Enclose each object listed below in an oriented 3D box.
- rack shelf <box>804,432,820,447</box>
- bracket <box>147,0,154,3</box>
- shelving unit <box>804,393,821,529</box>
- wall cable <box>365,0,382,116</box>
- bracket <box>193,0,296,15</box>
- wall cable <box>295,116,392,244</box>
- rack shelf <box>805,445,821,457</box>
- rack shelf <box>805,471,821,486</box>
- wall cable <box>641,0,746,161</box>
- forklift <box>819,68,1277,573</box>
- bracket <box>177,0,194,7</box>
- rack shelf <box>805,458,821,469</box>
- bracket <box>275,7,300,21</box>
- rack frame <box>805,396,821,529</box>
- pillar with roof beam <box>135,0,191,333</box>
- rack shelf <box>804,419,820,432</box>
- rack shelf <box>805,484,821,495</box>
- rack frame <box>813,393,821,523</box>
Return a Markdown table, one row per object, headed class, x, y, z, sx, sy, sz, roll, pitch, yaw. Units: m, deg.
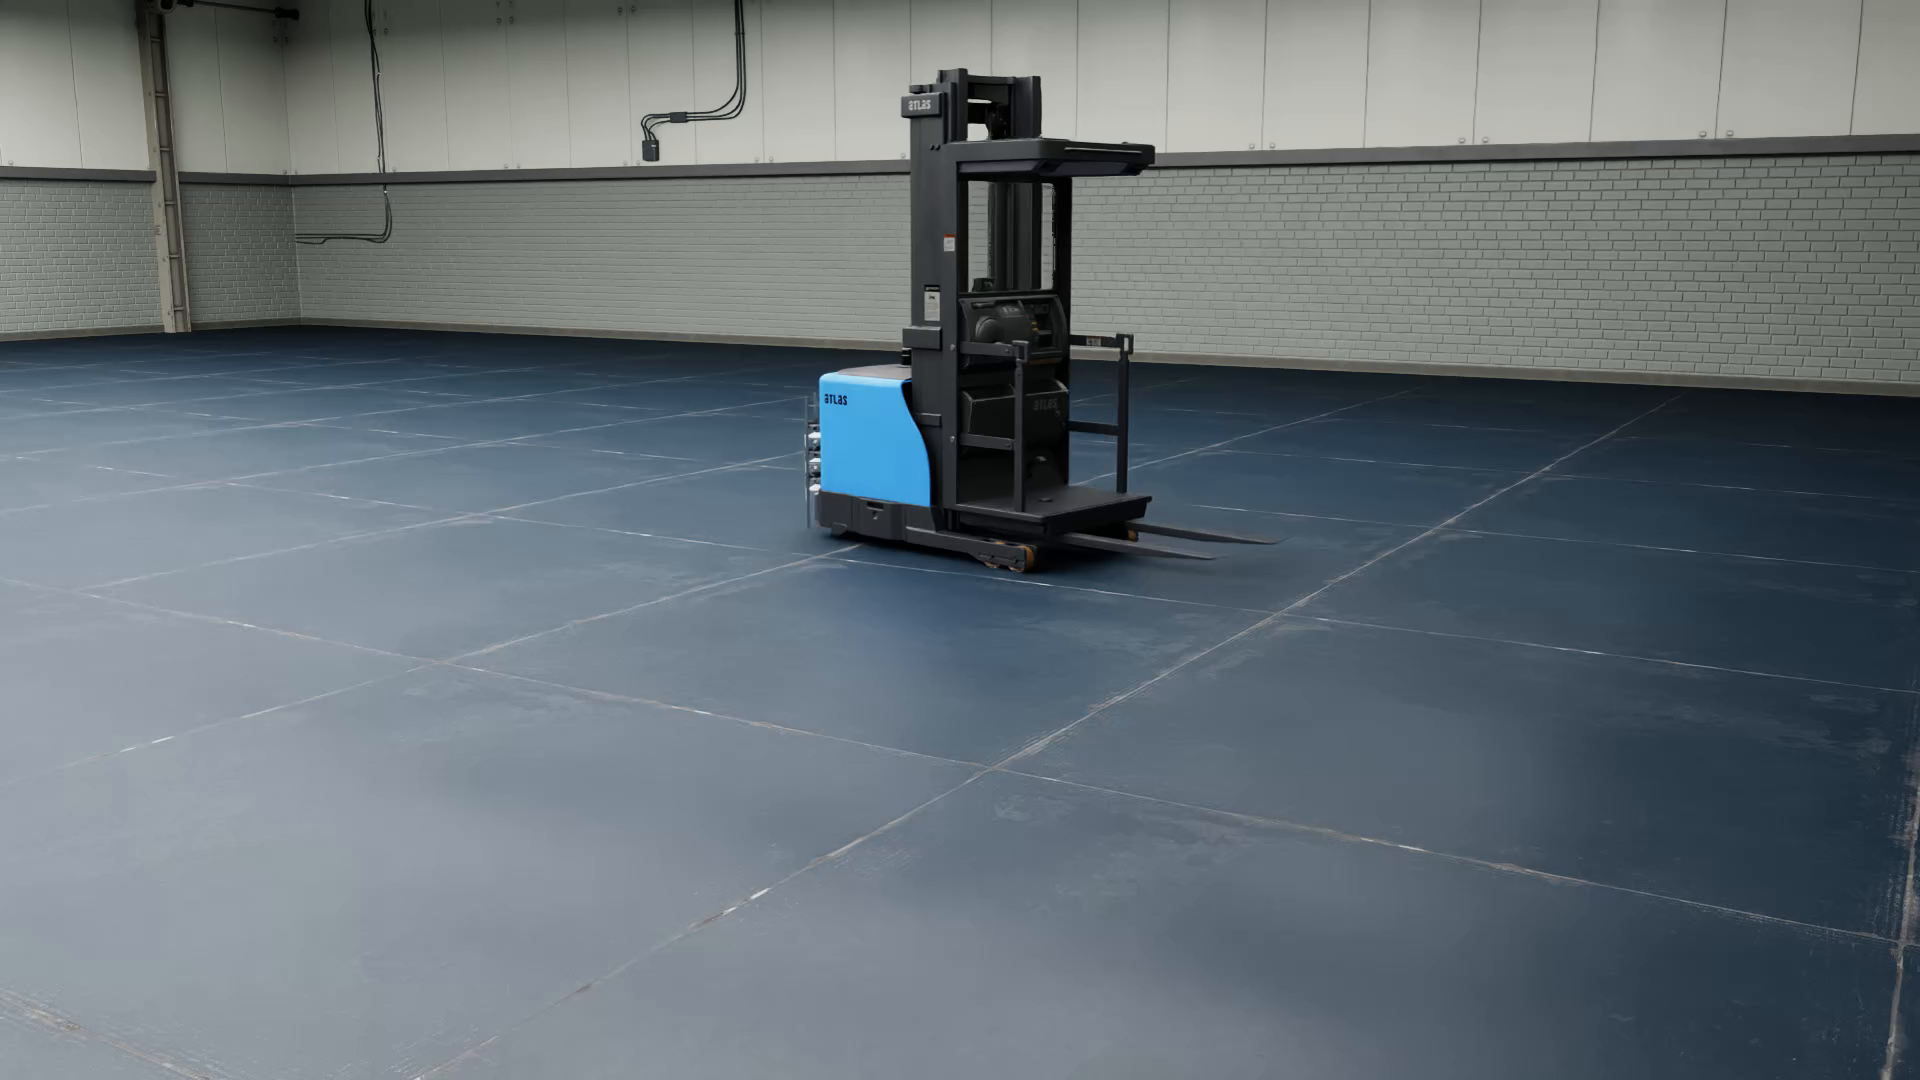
| class | x | y | z | sx | sy | sz | roll | pitch | yaw |
| --- | --- | --- | --- | --- | --- | --- | --- | --- | --- |
| rack shelf | -0.901 | -0.680 | 11.258 | 0.258 | 0.077 | 0.200 | 2 | 11 | 11 |
| bracket | -15.349 | -10.201 | 31.123 | 0.235 | 0.232 | 0.430 | 6 | 12 | 31 |
| shelving unit | -0.901 | -0.536 | 11.285 | 0.258 | 0.900 | 0.210 | 2 | 11 | 11 |
| wall cable | -10.465 | -9.566 | 32.224 | 3.097 | 2.526 | 0.112 | 6 | 12 | 31 |
| bracket | -13.994 | -10.612 | 33.315 | 0.076 | 0.066 | 3.189 | 6 | 12 | 31 |
| wall cable | -12.777 | -7.342 | 34.070 | 3.097 | 2.526 | 0.112 | 6 | 12 | 31 |
| rack shelf | -0.901 | -0.591 | 11.274 | 0.258 | 0.077 | 0.200 | 2 | 11 | 11 |
| rack shelf | -0.901 | -0.414 | 11.307 | 0.258 | 0.077 | 0.200 | 2 | 11 | 11 |
| wall cable | -4.672 | -9.630 | 28.613 | 2.305 | 6.003 | 0.169 | 6 | 12 | 31 |
| forklift | 0.492 | -1.352 | 10.128 | 3.031 | 2.935 | 1.130 | 10 | 14 | 42 |
| bracket | -14.918 | -10.332 | 31.820 | 0.235 | 0.232 | 0.430 | 6 | 12 | 31 |
| rack shelf | -0.901 | -0.503 | 11.291 | 0.258 | 0.077 | 0.200 | 2 | 11 | 11 |
| bracket | -13.688 | -10.705 | 33.811 | 0.235 | 0.232 | 0.430 | 6 | 12 | 31 |
| rack frame | -0.921 | -0.517 | 11.187 | 0.240 | 0.900 | 0.006 | 2 | 11 | 11 |
| pillar with roof beam | -11.758 | -8.120 | 29.787 | 9.100 | 9.000 | 0.548 | 6 | 12 | 31 |
| rack shelf | -0.901 | -0.768 | 11.241 | 0.258 | 0.077 | 0.200 | 2 | 11 | 11 |
| rack shelf | -0.901 | -0.326 | 11.324 | 0.258 | 0.077 | 0.200 | 2 | 11 | 11 |
| rack frame | -0.881 | -0.554 | 11.383 | 0.240 | 0.900 | 0.006 | 2 | 11 | 11 |
